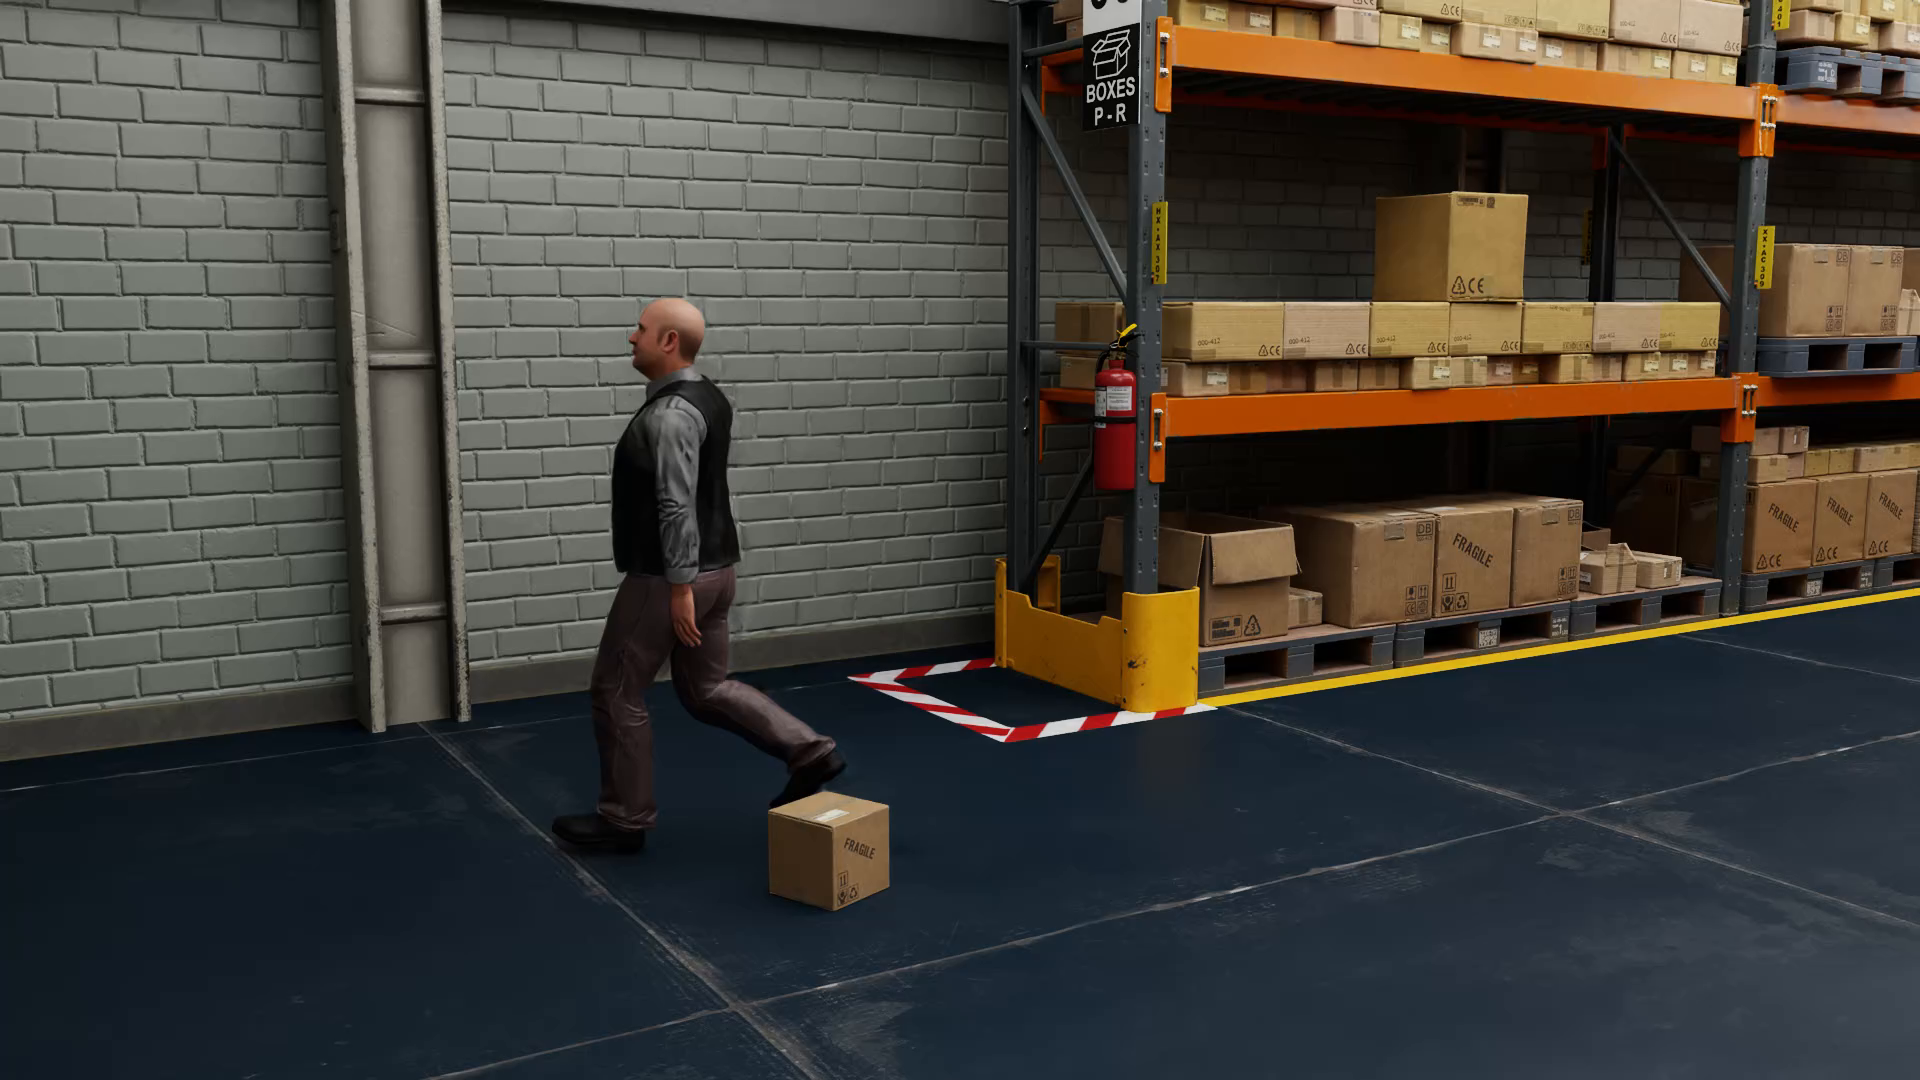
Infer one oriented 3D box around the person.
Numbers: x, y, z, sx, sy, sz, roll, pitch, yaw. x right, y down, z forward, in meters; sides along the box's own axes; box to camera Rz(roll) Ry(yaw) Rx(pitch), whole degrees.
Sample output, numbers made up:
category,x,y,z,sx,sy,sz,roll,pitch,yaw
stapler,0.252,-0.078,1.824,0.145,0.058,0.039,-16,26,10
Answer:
category,x,y,z,sx,sy,sz,roll,pitch,yaw
person,-0.819,0.112,5.106,0.908,1.692,0.532,1,8,8
